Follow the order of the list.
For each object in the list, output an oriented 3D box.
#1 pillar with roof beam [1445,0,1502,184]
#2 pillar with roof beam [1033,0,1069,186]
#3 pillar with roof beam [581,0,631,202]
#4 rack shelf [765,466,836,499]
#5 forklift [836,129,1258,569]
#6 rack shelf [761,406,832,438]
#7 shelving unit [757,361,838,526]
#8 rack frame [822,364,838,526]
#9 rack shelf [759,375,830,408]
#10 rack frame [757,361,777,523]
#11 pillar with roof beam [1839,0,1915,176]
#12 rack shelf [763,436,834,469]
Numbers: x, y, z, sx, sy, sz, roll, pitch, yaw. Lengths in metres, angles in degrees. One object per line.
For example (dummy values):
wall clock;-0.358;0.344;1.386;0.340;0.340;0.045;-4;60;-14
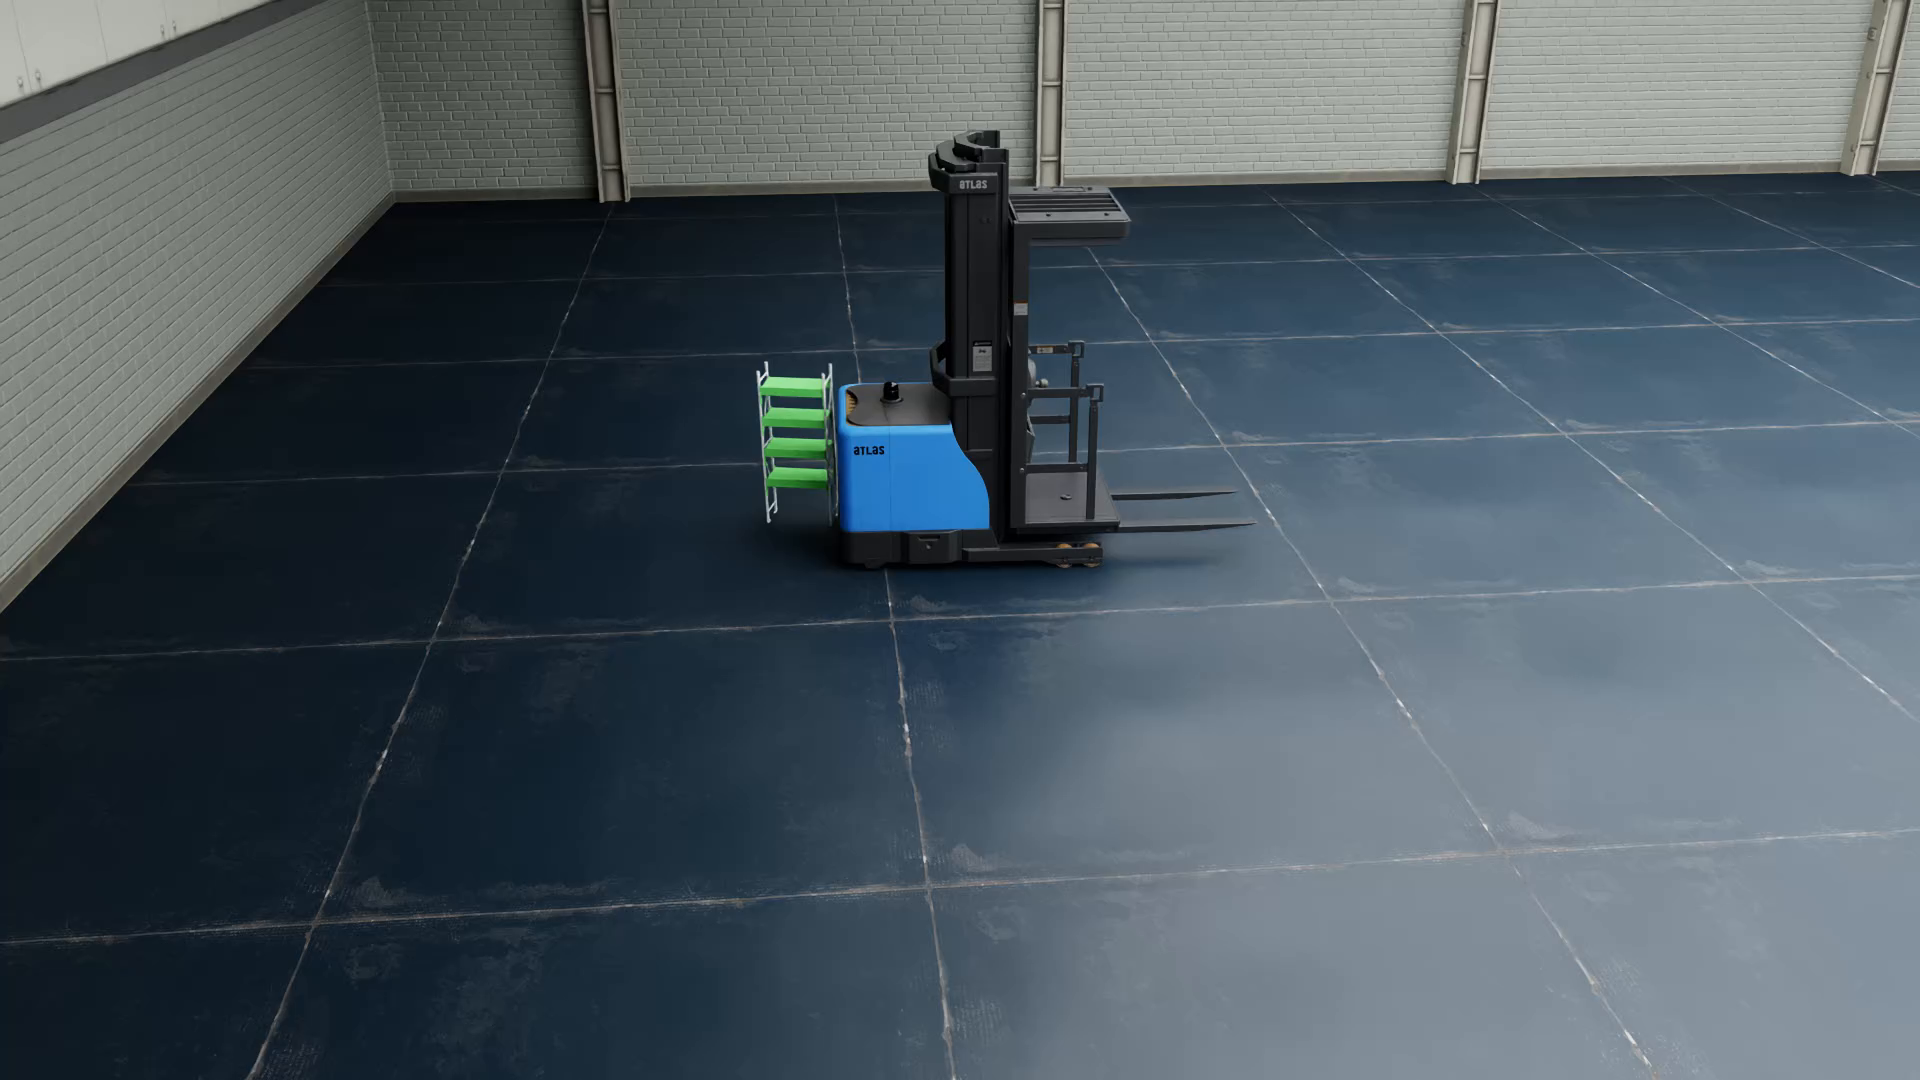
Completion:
pillar with roof beam;7.632;-7.522;18.154;0.400;9.000;9.100;-2;24;-5
pillar with roof beam;1.661;-7.282;17.615;0.400;9.000;9.100;-2;24;-5
pillar with roof beam;-4.310;-7.043;17.076;0.400;9.000;9.100;-2;24;-5
rack shelf;-1.199;-0.437;12.554;0.480;0.148;0.258;3;24;9
forklift;0.624;-1.356;11.752;3.031;2.935;1.130;-2;24;-3
rack shelf;-1.208;-0.876;12.360;0.480;0.148;0.258;3;24;9
shelving unit;-1.205;-0.715;12.431;0.503;1.200;0.258;3;24;9
rack frame;-0.964;-0.703;12.393;0.015;1.200;0.240;3;24;9
rack shelf;-1.212;-1.096;12.263;0.480;0.148;0.258;3;24;9
rack frame;-1.445;-0.728;12.470;0.015;1.200;0.240;3;24;9
pillar with roof beam;13.603;-7.761;18.693;0.400;9.000;9.100;-2;24;-5
rack shelf;-1.204;-0.657;12.457;0.480;0.148;0.258;3;24;9
